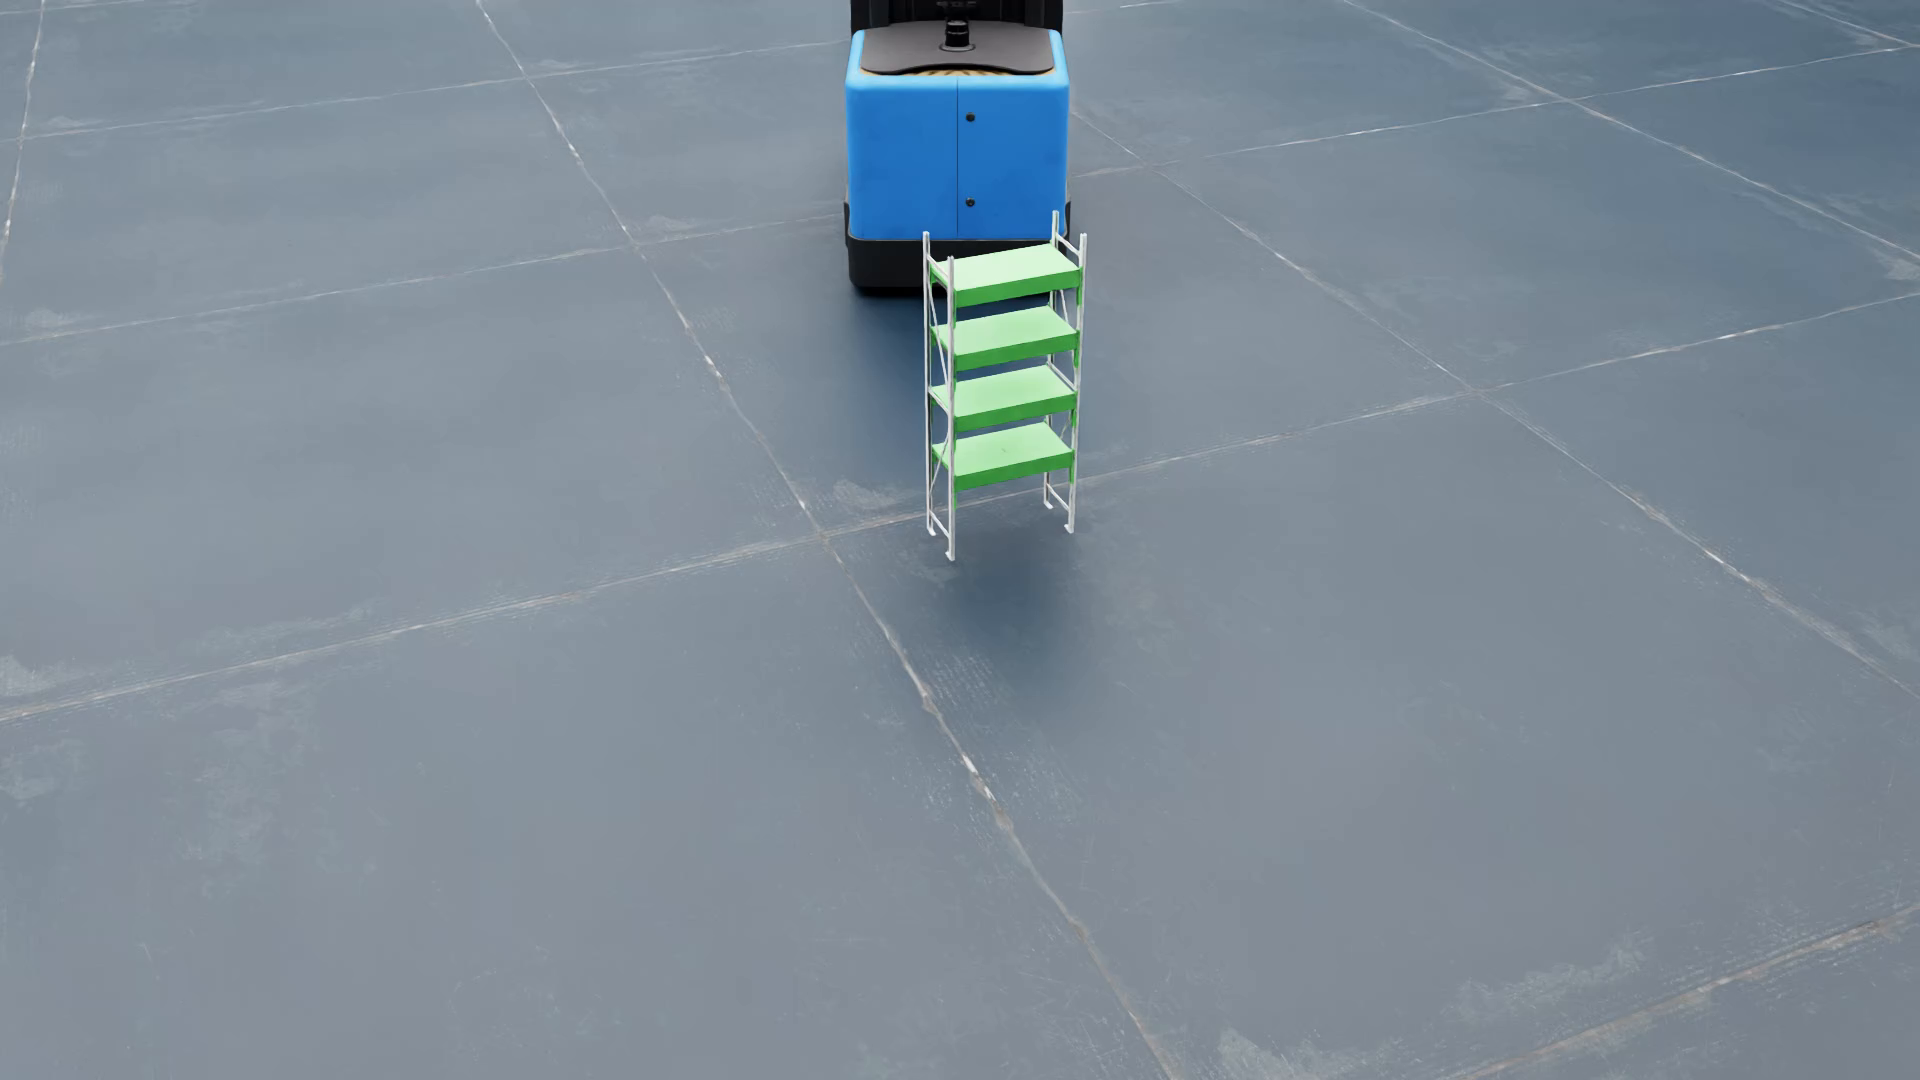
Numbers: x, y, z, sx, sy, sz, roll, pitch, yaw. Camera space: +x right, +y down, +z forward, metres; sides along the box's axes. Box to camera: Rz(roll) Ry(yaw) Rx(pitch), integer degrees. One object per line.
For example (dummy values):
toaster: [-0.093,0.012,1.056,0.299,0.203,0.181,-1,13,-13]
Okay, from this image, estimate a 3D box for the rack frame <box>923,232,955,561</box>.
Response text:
rack frame: [-0.072,-0.486,5.897,0.015,1.200,0.240,-13,35,-19]

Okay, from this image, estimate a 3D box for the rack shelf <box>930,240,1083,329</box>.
rack shelf: [0.153,-0.887,5.750,0.480,0.148,0.258,-13,35,-19]

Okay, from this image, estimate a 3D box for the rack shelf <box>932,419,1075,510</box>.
rack shelf: [0.153,-0.283,6.142,0.480,0.148,0.258,-13,35,-19]

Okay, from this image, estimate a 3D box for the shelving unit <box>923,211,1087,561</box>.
shelving unit: [0.153,-0.538,5.976,0.503,1.200,0.258,-13,35,-19]

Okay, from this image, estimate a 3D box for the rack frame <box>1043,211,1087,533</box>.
rack frame: [0.378,-0.589,6.056,0.015,1.200,0.240,-13,35,-19]

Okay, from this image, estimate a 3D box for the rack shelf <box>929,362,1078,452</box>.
rack shelf: [0.153,-0.484,6.011,0.480,0.148,0.258,-13,35,-19]

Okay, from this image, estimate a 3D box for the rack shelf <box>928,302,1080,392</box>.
rack shelf: [0.153,-0.685,5.880,0.480,0.148,0.258,-13,35,-19]

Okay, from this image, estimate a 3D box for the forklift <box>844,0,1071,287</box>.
forklift: [-0.018,-3.209,8.494,1.130,2.935,3.031,0,33,0]
